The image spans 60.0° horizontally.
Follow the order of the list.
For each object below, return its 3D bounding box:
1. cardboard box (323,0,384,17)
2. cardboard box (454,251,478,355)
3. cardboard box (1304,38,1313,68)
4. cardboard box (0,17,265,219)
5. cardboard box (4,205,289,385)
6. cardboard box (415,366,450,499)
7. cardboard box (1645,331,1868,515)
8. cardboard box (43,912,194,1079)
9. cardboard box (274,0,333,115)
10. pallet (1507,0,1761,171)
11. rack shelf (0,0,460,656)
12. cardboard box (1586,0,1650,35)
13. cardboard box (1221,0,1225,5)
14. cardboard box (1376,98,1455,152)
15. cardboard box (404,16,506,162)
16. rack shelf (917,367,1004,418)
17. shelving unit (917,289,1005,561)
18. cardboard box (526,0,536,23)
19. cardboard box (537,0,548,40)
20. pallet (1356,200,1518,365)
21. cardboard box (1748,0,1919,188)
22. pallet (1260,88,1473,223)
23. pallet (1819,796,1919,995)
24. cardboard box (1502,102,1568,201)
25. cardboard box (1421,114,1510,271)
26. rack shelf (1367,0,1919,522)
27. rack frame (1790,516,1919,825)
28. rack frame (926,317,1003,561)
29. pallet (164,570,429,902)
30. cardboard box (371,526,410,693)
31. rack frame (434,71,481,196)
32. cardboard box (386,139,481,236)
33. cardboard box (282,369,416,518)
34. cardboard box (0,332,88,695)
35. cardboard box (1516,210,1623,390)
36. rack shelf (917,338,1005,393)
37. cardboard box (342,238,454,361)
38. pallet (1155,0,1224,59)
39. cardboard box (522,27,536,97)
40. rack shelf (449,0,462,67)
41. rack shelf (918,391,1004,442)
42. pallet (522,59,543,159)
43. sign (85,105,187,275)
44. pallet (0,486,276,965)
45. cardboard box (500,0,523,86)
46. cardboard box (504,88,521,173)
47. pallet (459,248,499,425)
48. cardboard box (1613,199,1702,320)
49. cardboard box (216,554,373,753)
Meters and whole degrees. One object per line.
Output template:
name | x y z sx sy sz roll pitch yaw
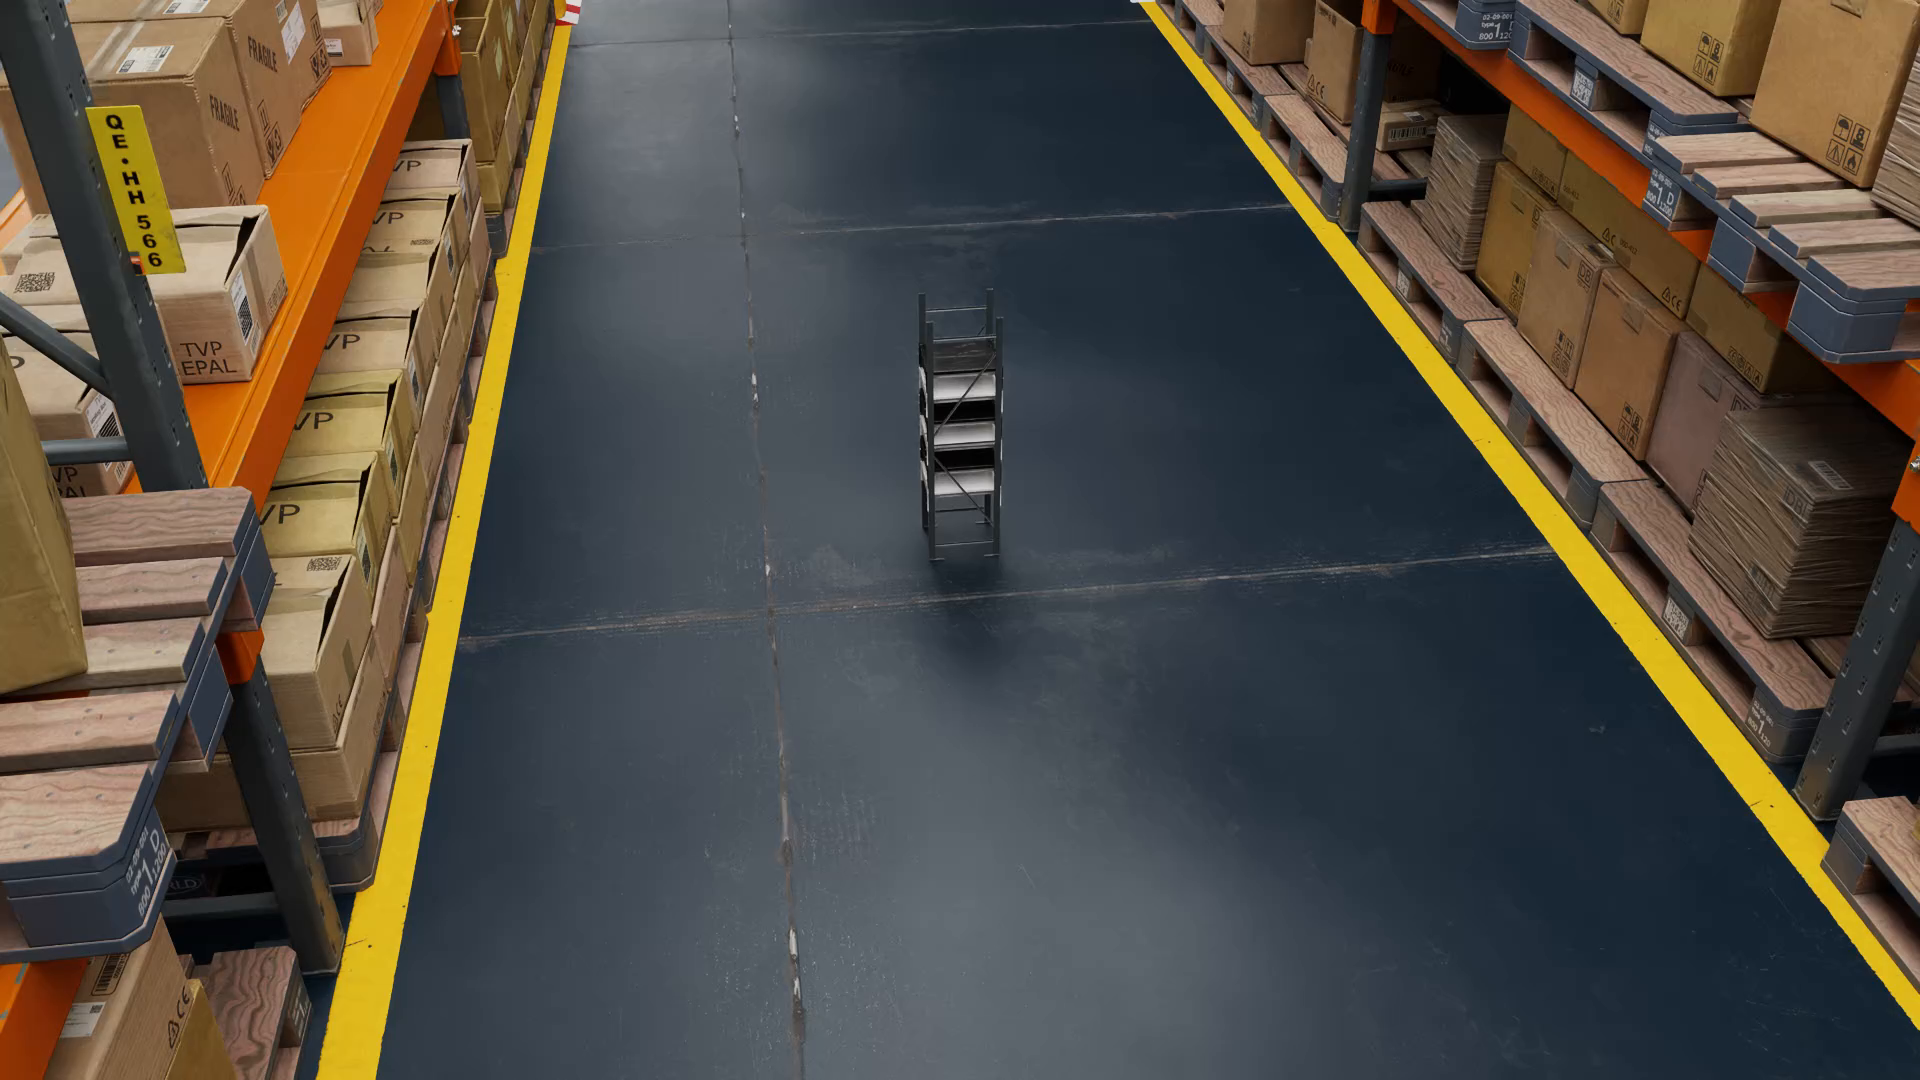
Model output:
cardboard box | -2.486 -2.047 6.224 0.500 0.250 0.500 -2 34 -3
cardboard box | -2.186 -0.926 6.514 0.500 0.250 0.500 -5 35 -7
cardboard box | 2.118 -2.656 9.124 0.380 0.149 0.250 -7 35 -10
cardboard box | -2.299 -1.125 4.648 0.500 0.500 0.500 -6 35 -9
cardboard box | -1.986 -0.625 4.083 0.500 0.311 0.500 -5 35 -7
cardboard box | -2.050 -0.357 5.678 0.500 0.250 0.500 -4 34 -5
cardboard box | 2.748 -0.369 5.456 0.700 0.500 0.500 -4 35 -6
cardboard box | -1.687 0.928 2.888 0.500 0.250 0.500 -3 34 -5
cardboard box | -2.437 -1.698 5.490 0.500 0.500 0.500 -2 34 -3
pallet | 2.544 -1.548 5.528 1.003 0.211 1.213 -4 35 -6
rack shelf | -2.326 -0.967 5.145 1.077 0.370 4.000 -4 35 -6
cardboard box | 2.535 -2.017 5.567 0.700 0.500 0.500 0 34 0
cardboard box | 1.855 -3.350 9.999 0.500 0.311 0.500 -2 34 -2
cardboard box | 2.211 -2.065 8.242 0.380 0.166 0.250 -9 35 -13
cardboard box | -2.348 -2.010 7.439 0.500 0.500 0.500 -4 35 -6
rack shelf | 0.001 -0.489 5.407 0.258 0.077 0.200 -4 35 -6
shelving unit | 0.001 -0.367 5.490 0.258 0.900 0.210 -4 35 -6
cardboard box | -2.617 -3.126 9.077 0.500 0.500 0.500 -4 35 -6
cardboard box | -2.689 -3.095 9.697 0.500 0.250 0.500 -4 35 -6
pallet | 2.419 -1.171 7.281 1.003 0.211 1.213 -4 35 -6
cardboard box | 2.676 -1.320 4.544 0.700 0.500 0.500 -8 35 -11
pallet | 2.187 -1.978 8.465 1.003 0.211 1.213 -4 35 -6
pallet | 2.882 1.072 3.989 1.003 0.211 1.213 -4 35 -6
cardboard box | 2.491 -1.562 6.541 0.500 0.250 0.500 -5 35 -7
cardboard box | 2.428 -1.497 7.113 0.700 0.500 0.500 -3 34 -5
rack shelf | 2.582 -1.345 5.698 1.077 0.370 4.000 -4 35 -6
rack frame | 2.851 -0.526 3.858 1.000 3.000 0.127 -4 35 -6
rack frame | 0.015 -0.311 5.407 0.240 0.900 0.006 -4 35 -6
pallet | -2.129 0.541 4.768 1.003 0.211 1.213 -4 35 -6
cardboard box | -1.905 0.219 4.833 0.500 0.250 0.500 -5 35 -8
rack frame | -2.595 -2.381 6.580 1.000 3.000 0.127 -4 35 -6
cardboard box | -2.257 -1.445 6.778 0.500 0.311 0.500 -4 35 -6
cardboard box | -1.982 -0.309 5.111 0.500 0.311 0.500 -5 35 -8
cardboard box | -1.861 -0.020 2.655 0.700 0.500 0.500 -16 37 -22
cardboard box | 2.576 -0.925 6.273 0.700 0.500 0.500 -4 34 -6
rack shelf | 0.001 -0.563 5.357 0.258 0.077 0.200 -4 35 -6
cardboard box | -2.116 -0.877 5.944 0.500 0.311 0.500 -4 35 -7
pallet | 1.859 -3.339 10.463 1.003 0.211 1.213 -4 35 -6
cardboard box | -2.555 -2.537 8.878 0.500 0.250 0.500 -4 35 -6
rack shelf | -2.864 -3.199 8.420 1.077 0.370 4.000 -4 35 -6
rack shelf | 0.001 -0.414 5.458 0.258 0.077 0.200 -4 35 -6
pallet | -2.828 -2.358 9.022 1.003 0.211 1.213 -4 35 -6
sign | -1.521 -0.641 3.069 0.100 0.325 0.005 -4 35 -6
pallet | -1.897 0.304 2.811 1.213 0.211 1.003 -4 35 -6
cardboard box | -2.482 -2.568 8.258 0.500 0.500 0.500 -4 35 -6
cardboard box | -2.420 -1.979 8.059 0.500 0.250 0.500 -4 35 -6
pallet | -2.458 -0.820 6.766 1.003 0.211 1.213 -4 35 -6
cardboard box | 2.614 -0.992 5.705 0.500 0.250 0.500 -5 35 -7
cardboard box | -1.837 0.268 4.264 0.500 0.311 0.500 -3 34 -5
